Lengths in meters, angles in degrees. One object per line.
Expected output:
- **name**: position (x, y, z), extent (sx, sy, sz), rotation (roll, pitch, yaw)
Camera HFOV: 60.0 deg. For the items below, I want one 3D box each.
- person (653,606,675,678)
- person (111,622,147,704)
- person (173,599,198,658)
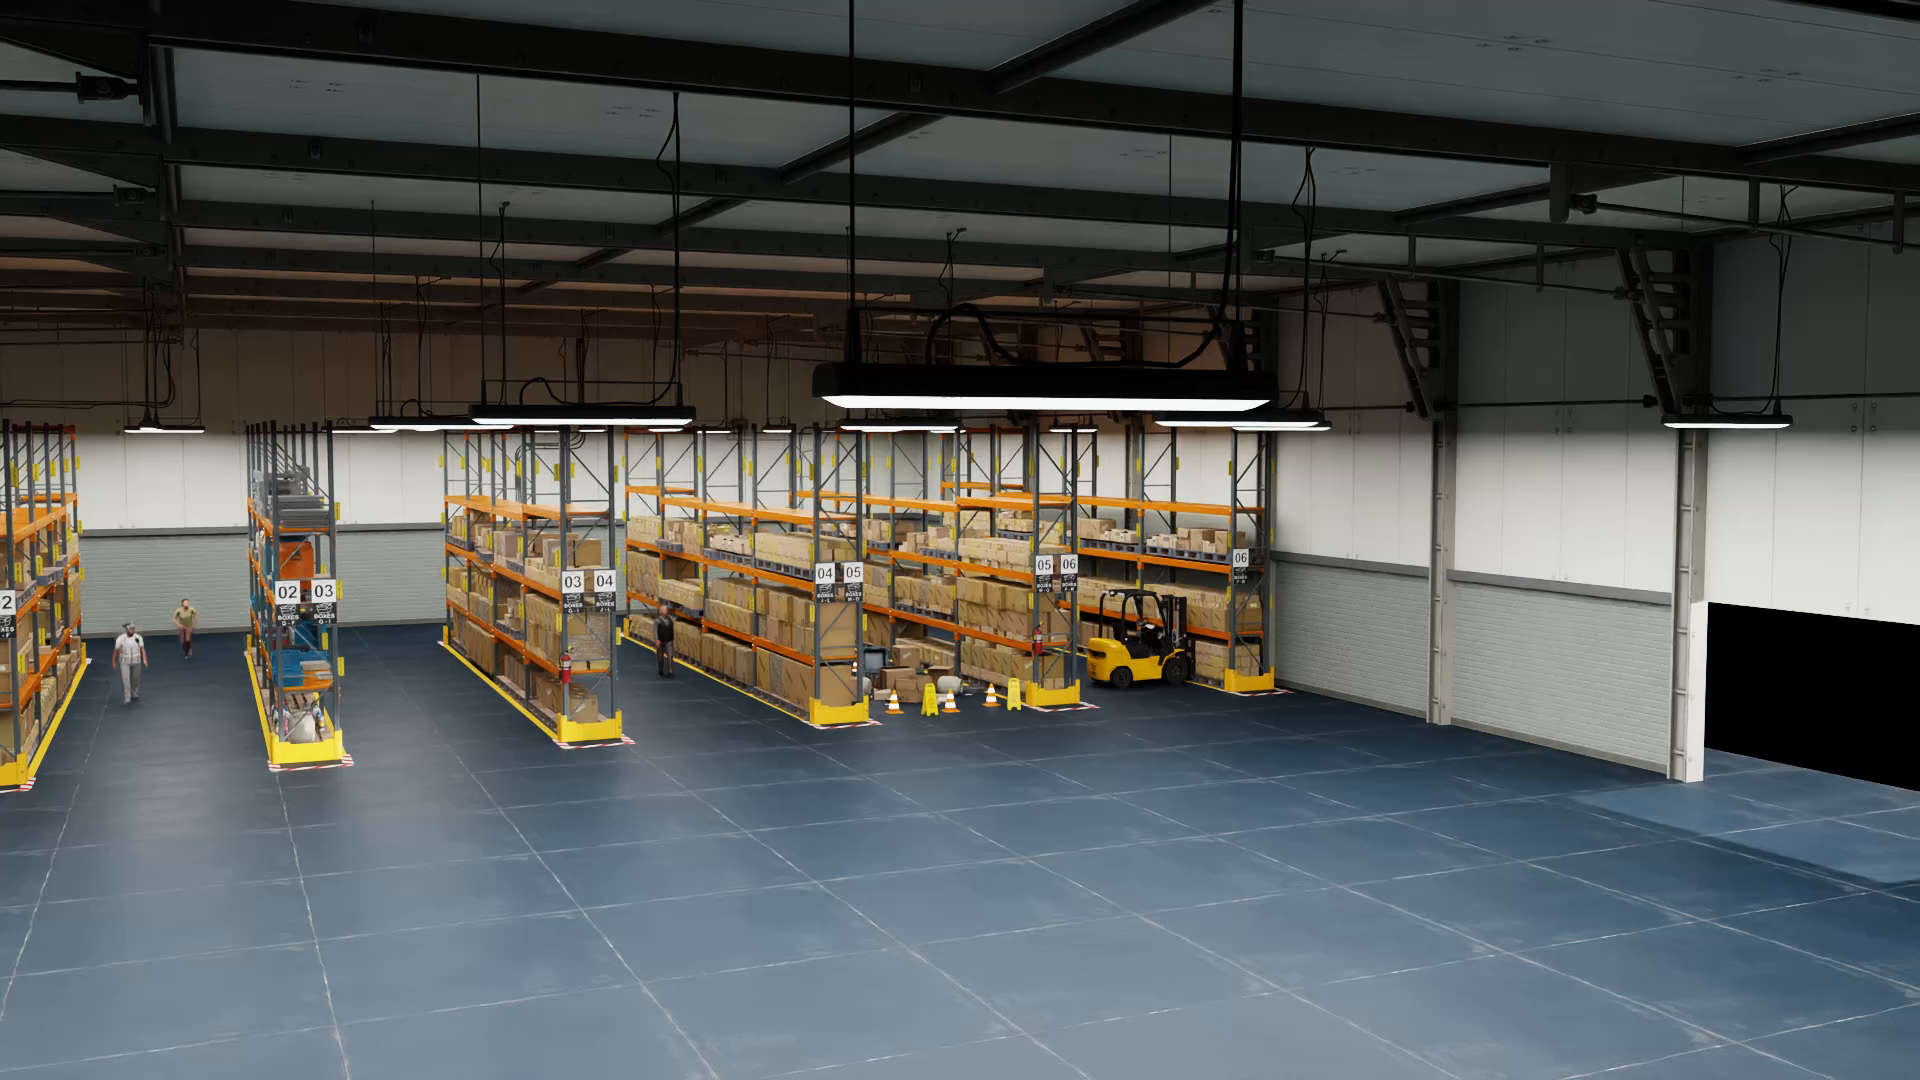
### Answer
- **person**: position (-7.021, 2.405, 39.360), extent (0.508, 1.668, 1.015), rotation (-1, 4, -18)
- **person**: position (-17.857, 2.605, 35.753), extent (0.663, 1.705, 1.077), rotation (-2, 4, -33)
- **person**: position (-19.874, 2.298, 42.686), extent (0.540, 1.522, 0.690), rotation (-1, 4, -14)
